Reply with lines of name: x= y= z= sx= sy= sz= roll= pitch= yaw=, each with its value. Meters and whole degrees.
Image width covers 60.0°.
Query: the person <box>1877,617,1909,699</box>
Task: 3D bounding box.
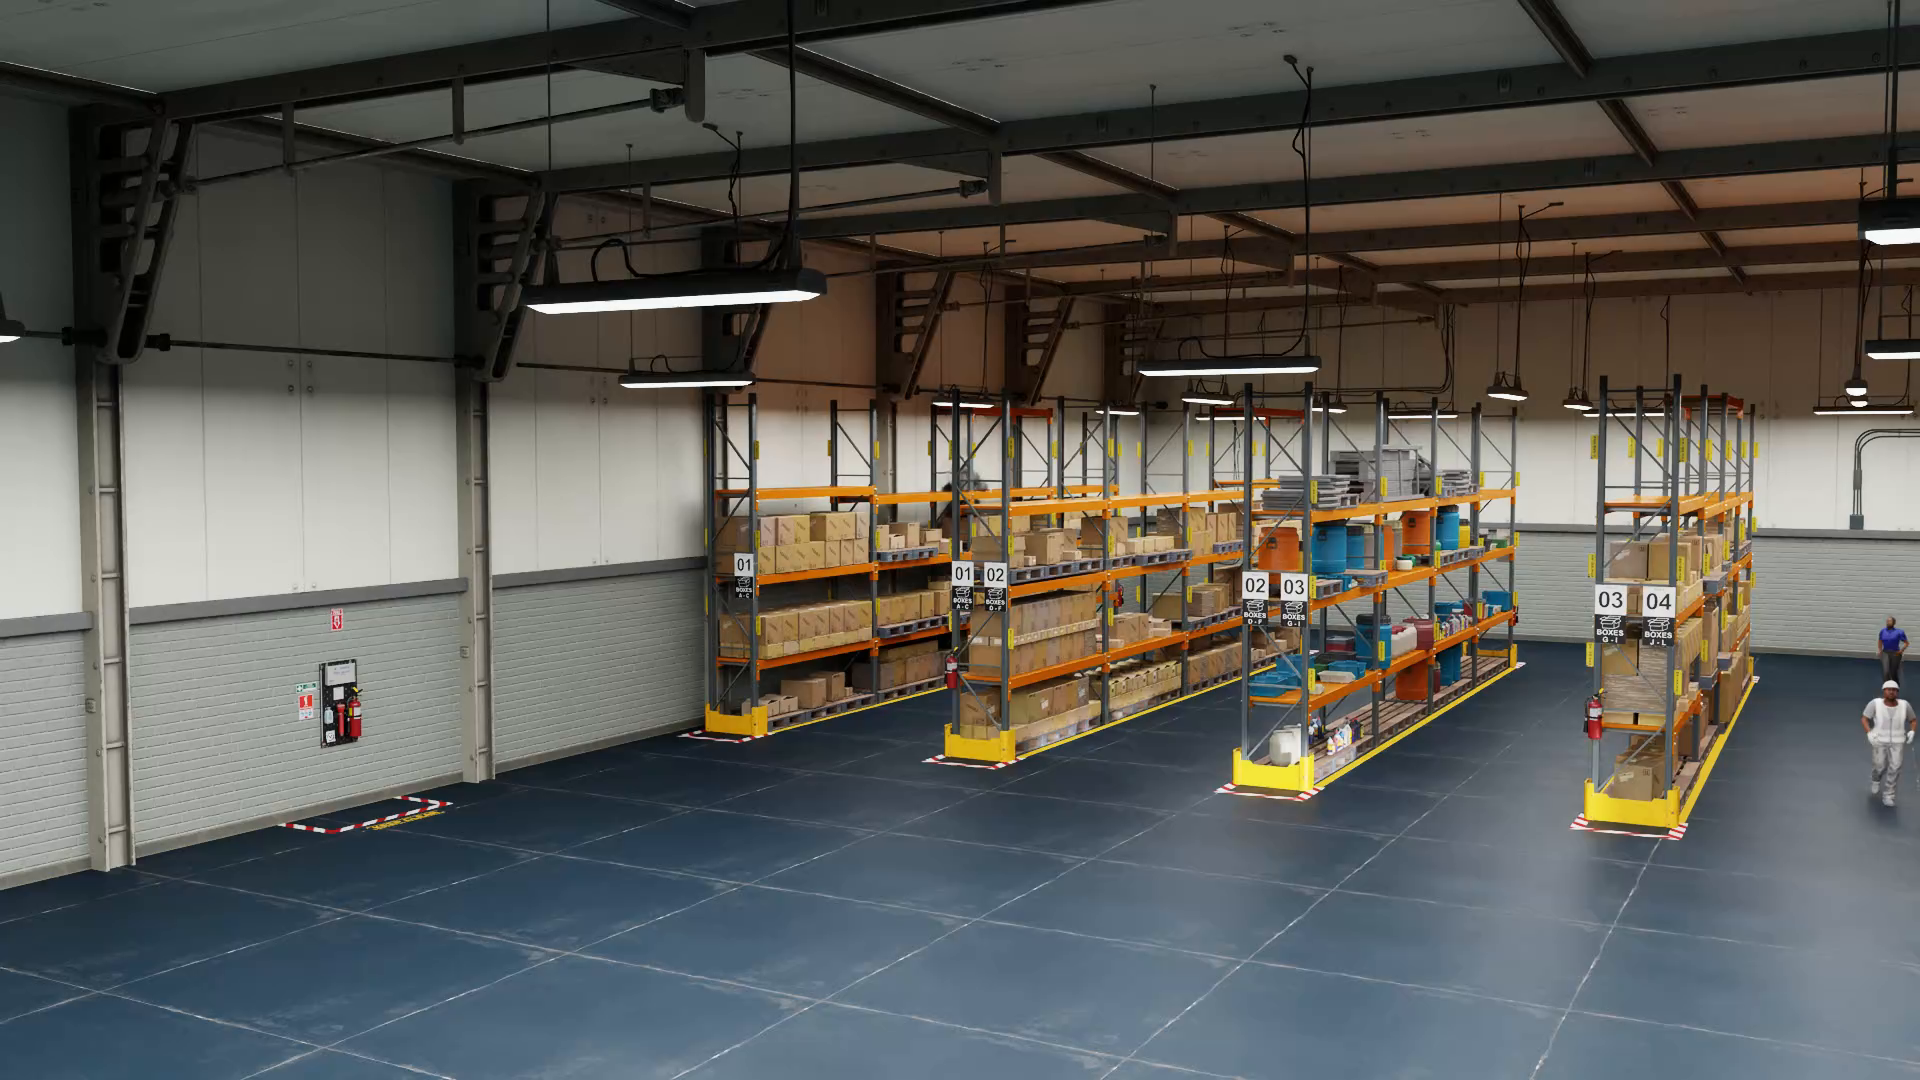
person: x=18.909 y=2.370 z=33.706 sx=0.578 sy=1.658 sz=0.740 roll=3 pitch=4 yaw=42

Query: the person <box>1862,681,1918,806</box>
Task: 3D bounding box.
person: x=13.178 y=2.858 z=23.576 sx=0.704 sy=1.755 sz=0.619 roll=1 pitch=3 yaw=21
